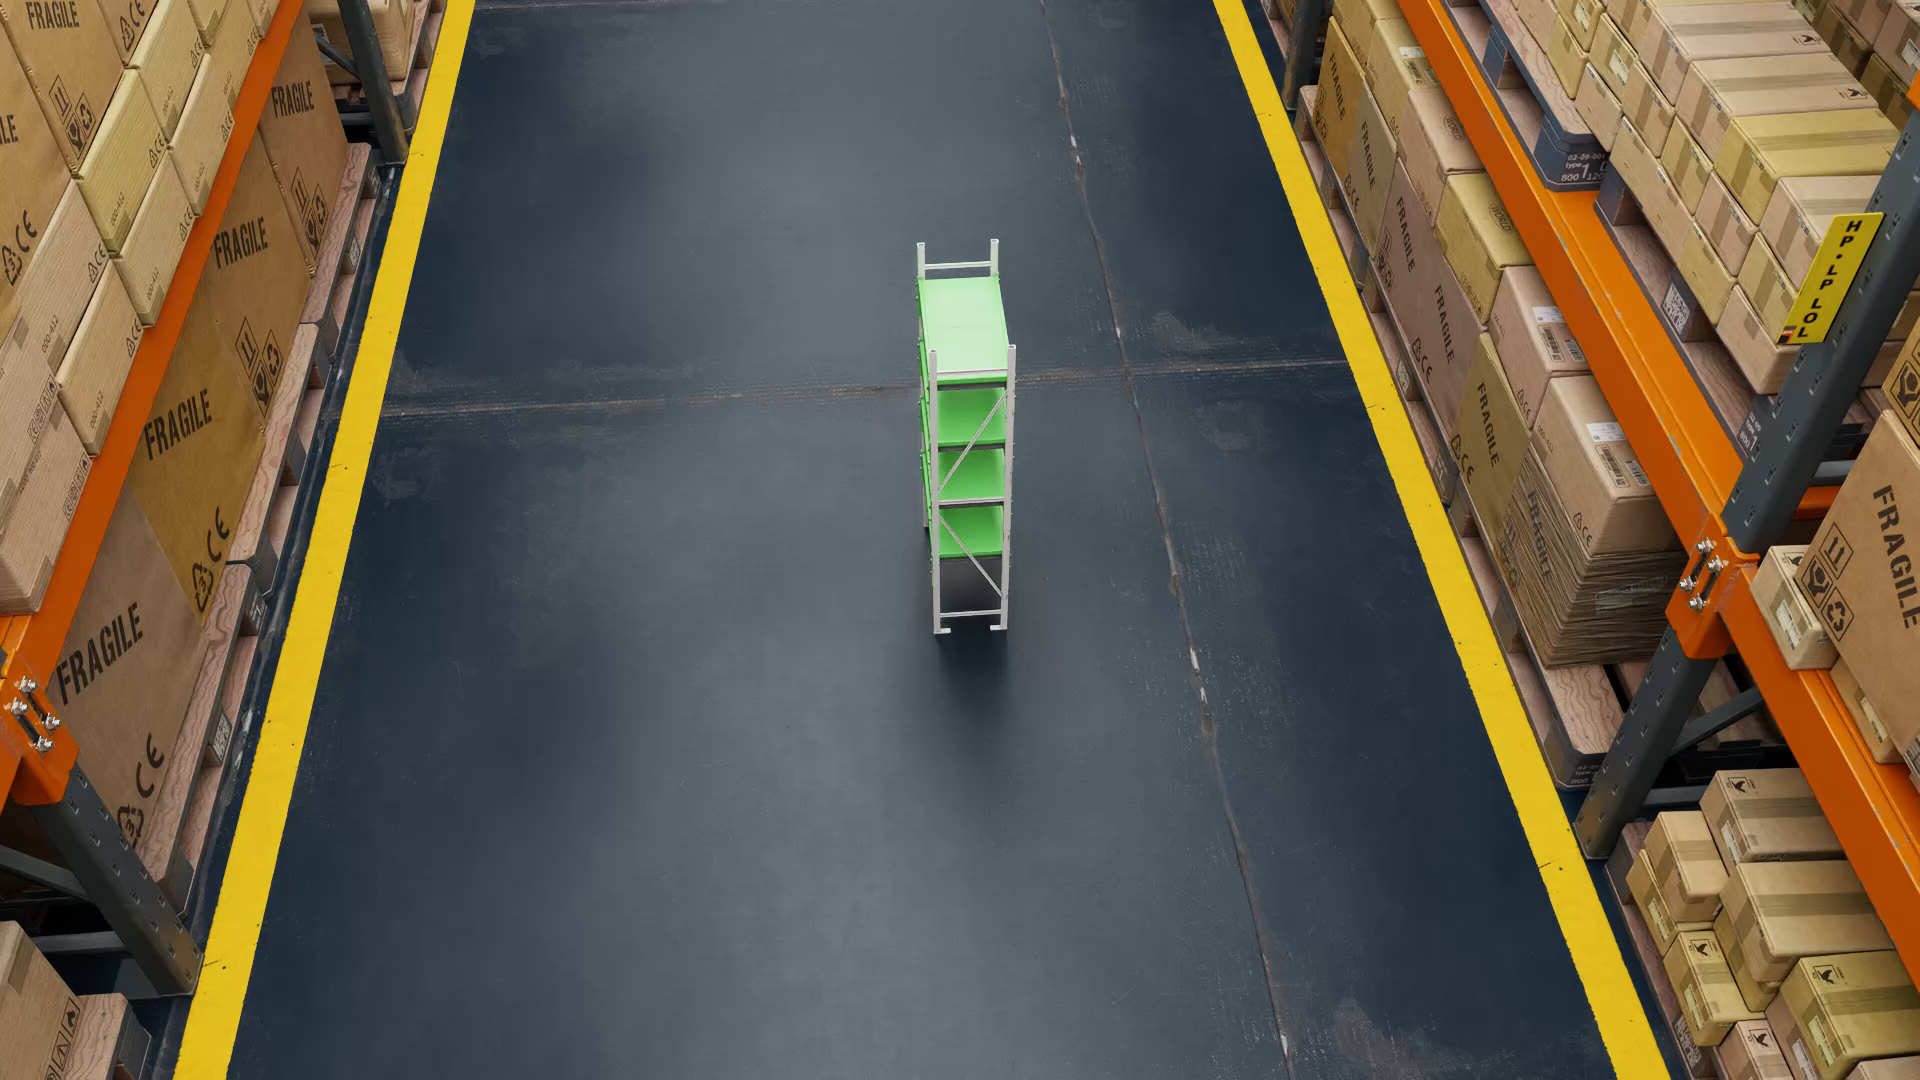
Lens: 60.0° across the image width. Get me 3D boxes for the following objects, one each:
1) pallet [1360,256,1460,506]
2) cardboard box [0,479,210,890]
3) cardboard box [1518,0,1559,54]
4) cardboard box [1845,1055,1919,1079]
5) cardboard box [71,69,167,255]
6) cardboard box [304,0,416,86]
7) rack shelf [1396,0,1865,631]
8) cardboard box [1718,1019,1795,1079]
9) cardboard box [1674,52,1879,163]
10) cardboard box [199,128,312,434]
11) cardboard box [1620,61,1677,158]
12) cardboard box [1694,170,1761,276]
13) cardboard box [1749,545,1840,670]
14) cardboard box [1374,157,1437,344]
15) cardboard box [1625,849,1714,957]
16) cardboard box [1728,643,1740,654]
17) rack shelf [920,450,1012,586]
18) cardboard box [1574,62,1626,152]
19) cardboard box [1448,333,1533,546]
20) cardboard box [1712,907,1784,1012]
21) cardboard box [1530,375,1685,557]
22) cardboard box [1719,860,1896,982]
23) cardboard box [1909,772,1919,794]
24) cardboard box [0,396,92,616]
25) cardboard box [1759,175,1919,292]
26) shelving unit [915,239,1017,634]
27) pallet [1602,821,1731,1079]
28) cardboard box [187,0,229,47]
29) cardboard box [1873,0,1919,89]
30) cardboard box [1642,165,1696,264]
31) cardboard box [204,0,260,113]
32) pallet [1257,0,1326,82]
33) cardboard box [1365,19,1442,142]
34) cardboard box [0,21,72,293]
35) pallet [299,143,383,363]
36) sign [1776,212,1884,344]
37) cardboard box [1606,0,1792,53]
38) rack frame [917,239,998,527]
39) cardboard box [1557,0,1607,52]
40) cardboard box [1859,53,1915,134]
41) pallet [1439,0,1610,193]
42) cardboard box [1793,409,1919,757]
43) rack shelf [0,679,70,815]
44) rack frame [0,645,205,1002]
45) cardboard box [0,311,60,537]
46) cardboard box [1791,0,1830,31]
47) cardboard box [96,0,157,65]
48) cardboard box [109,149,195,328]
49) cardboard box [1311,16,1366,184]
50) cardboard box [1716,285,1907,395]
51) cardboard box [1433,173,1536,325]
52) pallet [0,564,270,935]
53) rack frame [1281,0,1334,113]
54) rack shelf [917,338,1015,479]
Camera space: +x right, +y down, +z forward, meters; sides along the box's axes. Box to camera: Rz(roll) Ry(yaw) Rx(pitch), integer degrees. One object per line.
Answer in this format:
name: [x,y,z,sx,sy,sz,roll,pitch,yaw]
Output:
pallet: [2.149,-0.656,6.226,1.003,0.211,1.213,-3,47,-3]
cardboard box: [-2.735,0.350,4.527,0.875,0.875,0.875,-2,47,-2]
cardboard box: [1.956,-1.635,5.116,0.380,0.149,0.250,-5,47,-5]
cardboard box: [2.222,1.297,3.720,0.380,0.149,0.250,-5,47,-4]
cardboard box: [-2.446,-0.991,4.381,0.500,0.250,0.500,-3,47,-3]
cardboard box: [-2.975,-2.337,7.418,0.950,0.372,0.625,-6,47,-6]
rack shelf: [2.154,-1.366,5.473,1.077,0.370,4.000,-3,47,-3]
cardboard box: [2.126,1.322,4.107,0.380,0.149,0.250,-4,47,-3]
cardboard box: [2.050,-1.089,4.190,0.380,0.149,0.250,-5,47,-5]
cardboard box: [-2.892,-0.950,5.758,0.875,0.875,0.875,-3,47,-3]
cardboard box: [2.023,-1.171,4.472,0.380,0.149,0.250,-5,47,-5]
cardboard box: [2.068,-0.793,4.114,0.380,0.149,0.250,-3,47,-3]
cardboard box: [2.019,0.145,3.720,0.380,0.149,0.250,-2,47,-2]
cardboard box: [1.885,-1.084,6.143,0.500,0.500,0.500,-5,47,-4]
cardboard box: [2.032,0.952,4.456,0.380,0.149,0.250,-5,47,-5]
cardboard box: [2.524,-0.002,5.119,0.500,0.500,0.500,-2,47,-2]
rack shelf: [0.014,-0.084,5.422,0.258,0.148,0.480,-3,47,-3]
cardboard box: [2.000,-1.251,4.752,0.380,0.149,0.250,-5,47,-5]
cardboard box: [1.966,-0.343,5.441,0.500,0.500,0.500,-4,47,-4]
cardboard box: [2.143,1.026,4.181,0.380,0.149,0.250,-3,47,-3]
cardboard box: [2.007,-0.233,4.820,0.500,0.250,0.500,-5,47,-4]
cardboard box: [2.108,0.929,4.068,0.380,0.149,0.250,-1,47,-1]
cardboard box: [2.189,0.517,3.368,0.380,0.149,0.250,-5,47,-5]
cardboard box: [-2.377,-0.075,3.859,0.500,0.250,0.500,-4,47,-4]
cardboard box: [2.093,-0.708,3.828,0.380,0.149,0.250,-2,47,-1]
shelving unit: [0.014,-0.293,5.201,0.258,1.200,0.503,-3,47,-3]
pallet: [2.413,1.276,4.396,1.003,0.211,1.213,-3,47,-3]
cardboard box: [-2.534,-1.732,5.083,0.500,0.250,0.500,-5,47,-4]
cardboard box: [2.680,-1.310,4.399,0.380,0.149,0.250,-4,47,-4]
cardboard box: [2.049,-0.868,4.390,0.380,0.149,0.250,-4,47,-3]
cardboard box: [-2.552,-1.551,5.256,0.500,0.250,0.500,-4,47,-4]
pallet: [1.995,-2.677,8.140,1.003,0.211,1.213,-3,47,-3]
cardboard box: [1.845,-1.723,6.232,0.500,0.250,0.500,-4,47,-4]
cardboard box: [-2.424,-0.873,3.753,0.500,0.500,0.500,-4,47,-4]
pallet: [-2.947,-1.153,6.696,1.003,0.211,1.213,-3,47,-3]
sign: [1.768,-0.528,3.387,0.100,0.325,0.005,-3,47,-3]
cardboard box: [2.011,-1.457,4.538,0.380,0.149,0.250,-5,47,-5]
rack frame: [-0.007,-0.469,5.368,0.240,1.200,0.015,-3,47,-3]
cardboard box: [1.977,-1.556,4.837,0.380,0.149,0.250,-3,47,-3]
cardboard box: [2.678,-1.202,4.501,0.380,0.149,0.250,-5,47,-5]
pallet: [2.193,-1.565,5.298,1.003,0.211,1.213,-3,47,-3]
cardboard box: [2.112,0.070,3.344,0.500,0.500,0.500,-4,47,-4]
rack shelf: [-2.436,1.902,2.378,1.077,0.370,4.000,-3,47,-3]
rack frame: [-2.603,0.207,3.488,1.000,3.000,0.127,-3,47,-3]
cardboard box: [-2.359,-0.248,3.678,0.500,0.250,0.500,-5,47,-4]
cardboard box: [2.632,-1.589,4.868,0.380,0.149,0.250,-4,47,-4]
cardboard box: [-2.513,-1.610,4.451,0.500,0.500,0.500,-4,47,-4]
cardboard box: [-2.449,-0.821,4.565,0.500,0.250,0.500,-4,47,-4]
cardboard box: [1.791,-1.818,6.838,0.500,0.500,0.500,-5,47,-5]
cardboard box: [2.091,-0.500,4.041,0.380,0.149,0.250,-4,47,-4]
cardboard box: [1.919,-0.987,5.535,0.500,0.250,0.500,-5,47,-5]
pallet: [-2.743,0.613,5.024,1.003,0.211,1.213,-3,47,-3]
rack frame: [1.986,-3.061,6.583,1.000,3.000,0.127,-3,47,-3]
rack shelf: [0.014,-0.414,5.073,0.258,0.148,0.480,-3,47,-3]
